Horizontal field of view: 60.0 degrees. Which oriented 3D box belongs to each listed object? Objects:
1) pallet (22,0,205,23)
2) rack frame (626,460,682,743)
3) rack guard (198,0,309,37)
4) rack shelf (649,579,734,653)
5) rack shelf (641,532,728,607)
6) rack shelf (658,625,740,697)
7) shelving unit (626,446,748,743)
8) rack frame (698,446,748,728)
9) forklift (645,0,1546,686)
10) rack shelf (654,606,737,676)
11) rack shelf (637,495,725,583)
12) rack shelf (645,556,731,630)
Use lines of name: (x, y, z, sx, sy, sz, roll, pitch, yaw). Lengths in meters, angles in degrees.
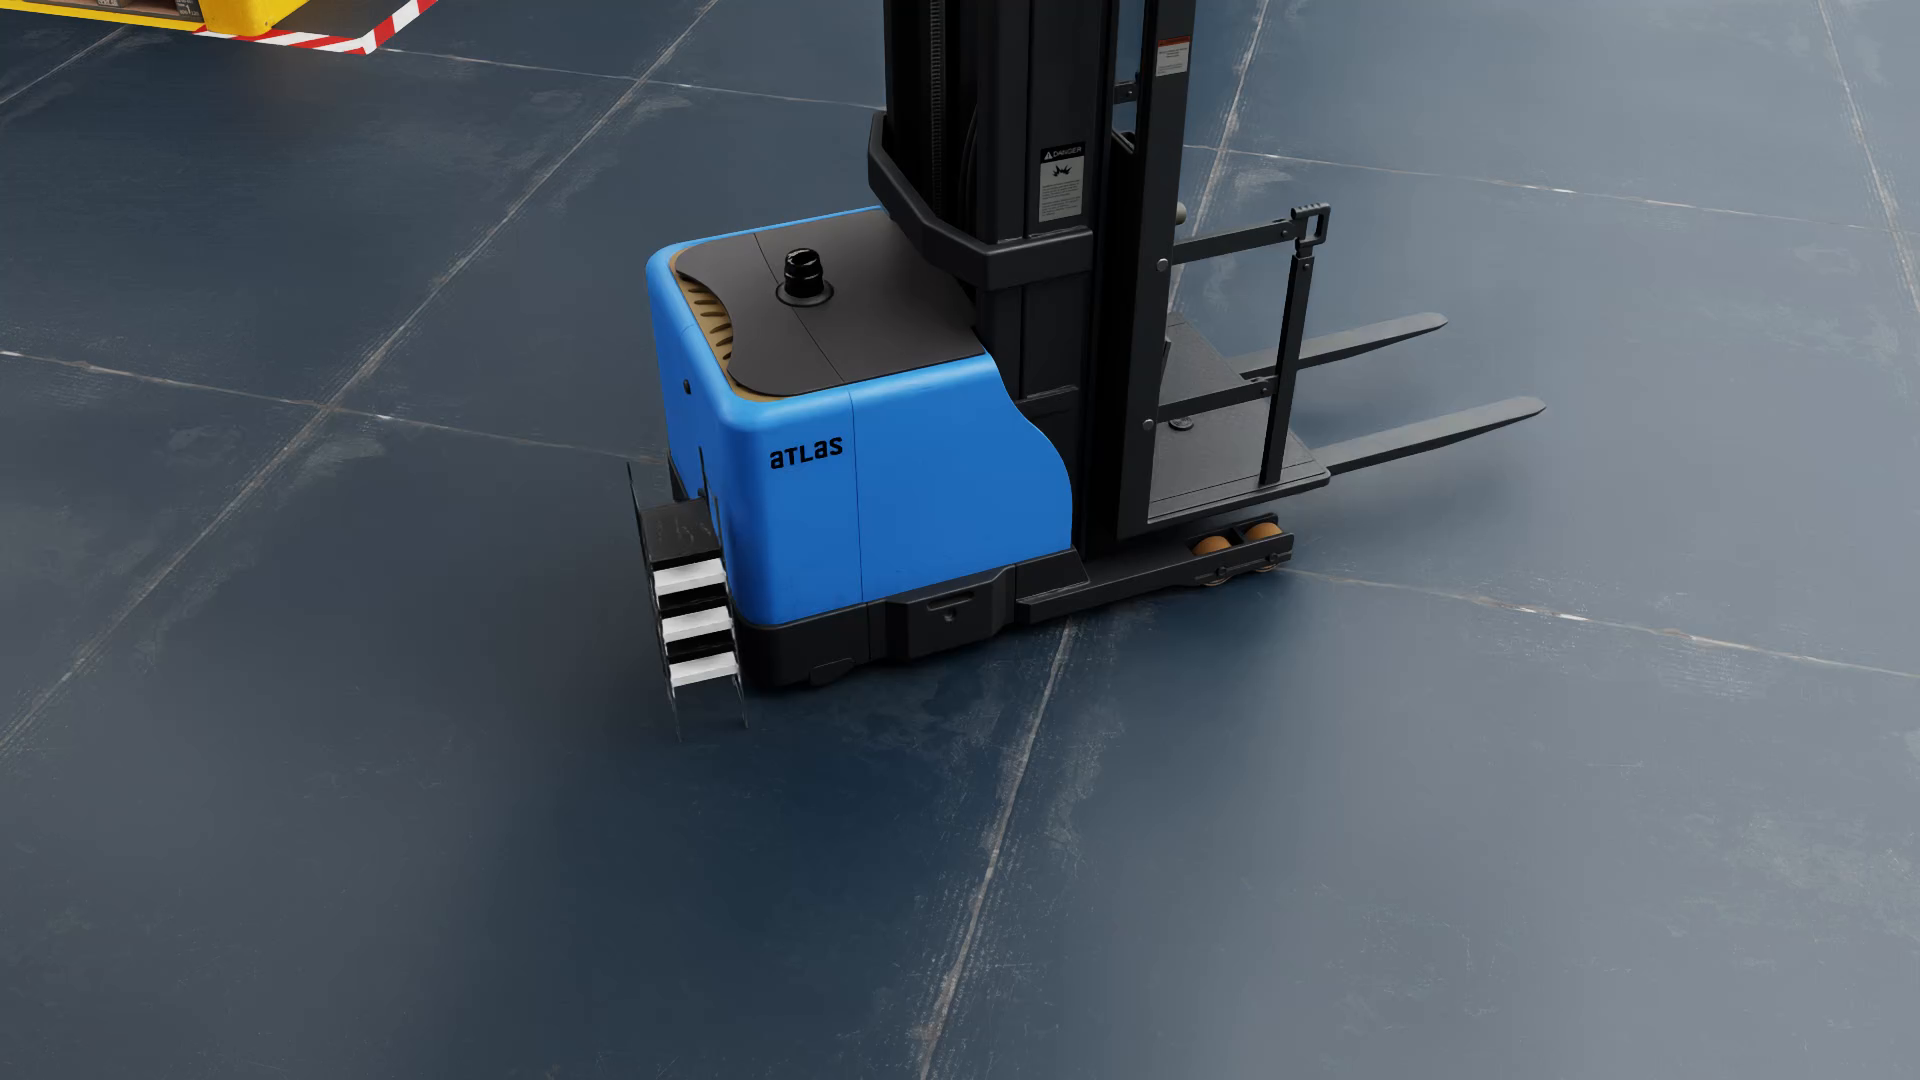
pallet: (-4.589, -3.321, 9.541, 1.213, 0.211, 1.003, 10, 41, 11)
rack frame: (-0.884, 0.195, 4.817, 0.006, 0.900, 0.240, -12, 41, -13)
rack guard: (-3.806, -3.294, 9.283, 0.348, 0.500, 1.175, 10, 41, 11)
rack shelf: (-0.786, 0.200, 4.862, 0.200, 0.077, 0.258, -12, 41, -13)
rack shelf: (-0.788, 0.063, 4.745, 0.200, 0.077, 0.258, -12, 41, -13)
rack shelf: (-0.784, 0.338, 4.978, 0.200, 0.077, 0.258, -12, 41, -13)
shelving unit: (-0.787, 0.175, 4.840, 0.210, 0.900, 0.258, -12, 41, -13)
rack frame: (-0.690, 0.155, 4.863, 0.006, 0.900, 0.240, -12, 41, -13)
forklift: (0.580, -1.271, 4.984, 3.031, 2.935, 1.130, -14, 42, -16)
rack shelf: (-0.785, 0.269, 4.920, 0.200, 0.077, 0.258, -12, 41, -13)
rack shelf: (-0.789, -0.006, 4.687, 0.200, 0.077, 0.258, -12, 41, -13)
rack shelf: (-0.787, 0.132, 4.804, 0.200, 0.077, 0.258, -12, 41, -13)
